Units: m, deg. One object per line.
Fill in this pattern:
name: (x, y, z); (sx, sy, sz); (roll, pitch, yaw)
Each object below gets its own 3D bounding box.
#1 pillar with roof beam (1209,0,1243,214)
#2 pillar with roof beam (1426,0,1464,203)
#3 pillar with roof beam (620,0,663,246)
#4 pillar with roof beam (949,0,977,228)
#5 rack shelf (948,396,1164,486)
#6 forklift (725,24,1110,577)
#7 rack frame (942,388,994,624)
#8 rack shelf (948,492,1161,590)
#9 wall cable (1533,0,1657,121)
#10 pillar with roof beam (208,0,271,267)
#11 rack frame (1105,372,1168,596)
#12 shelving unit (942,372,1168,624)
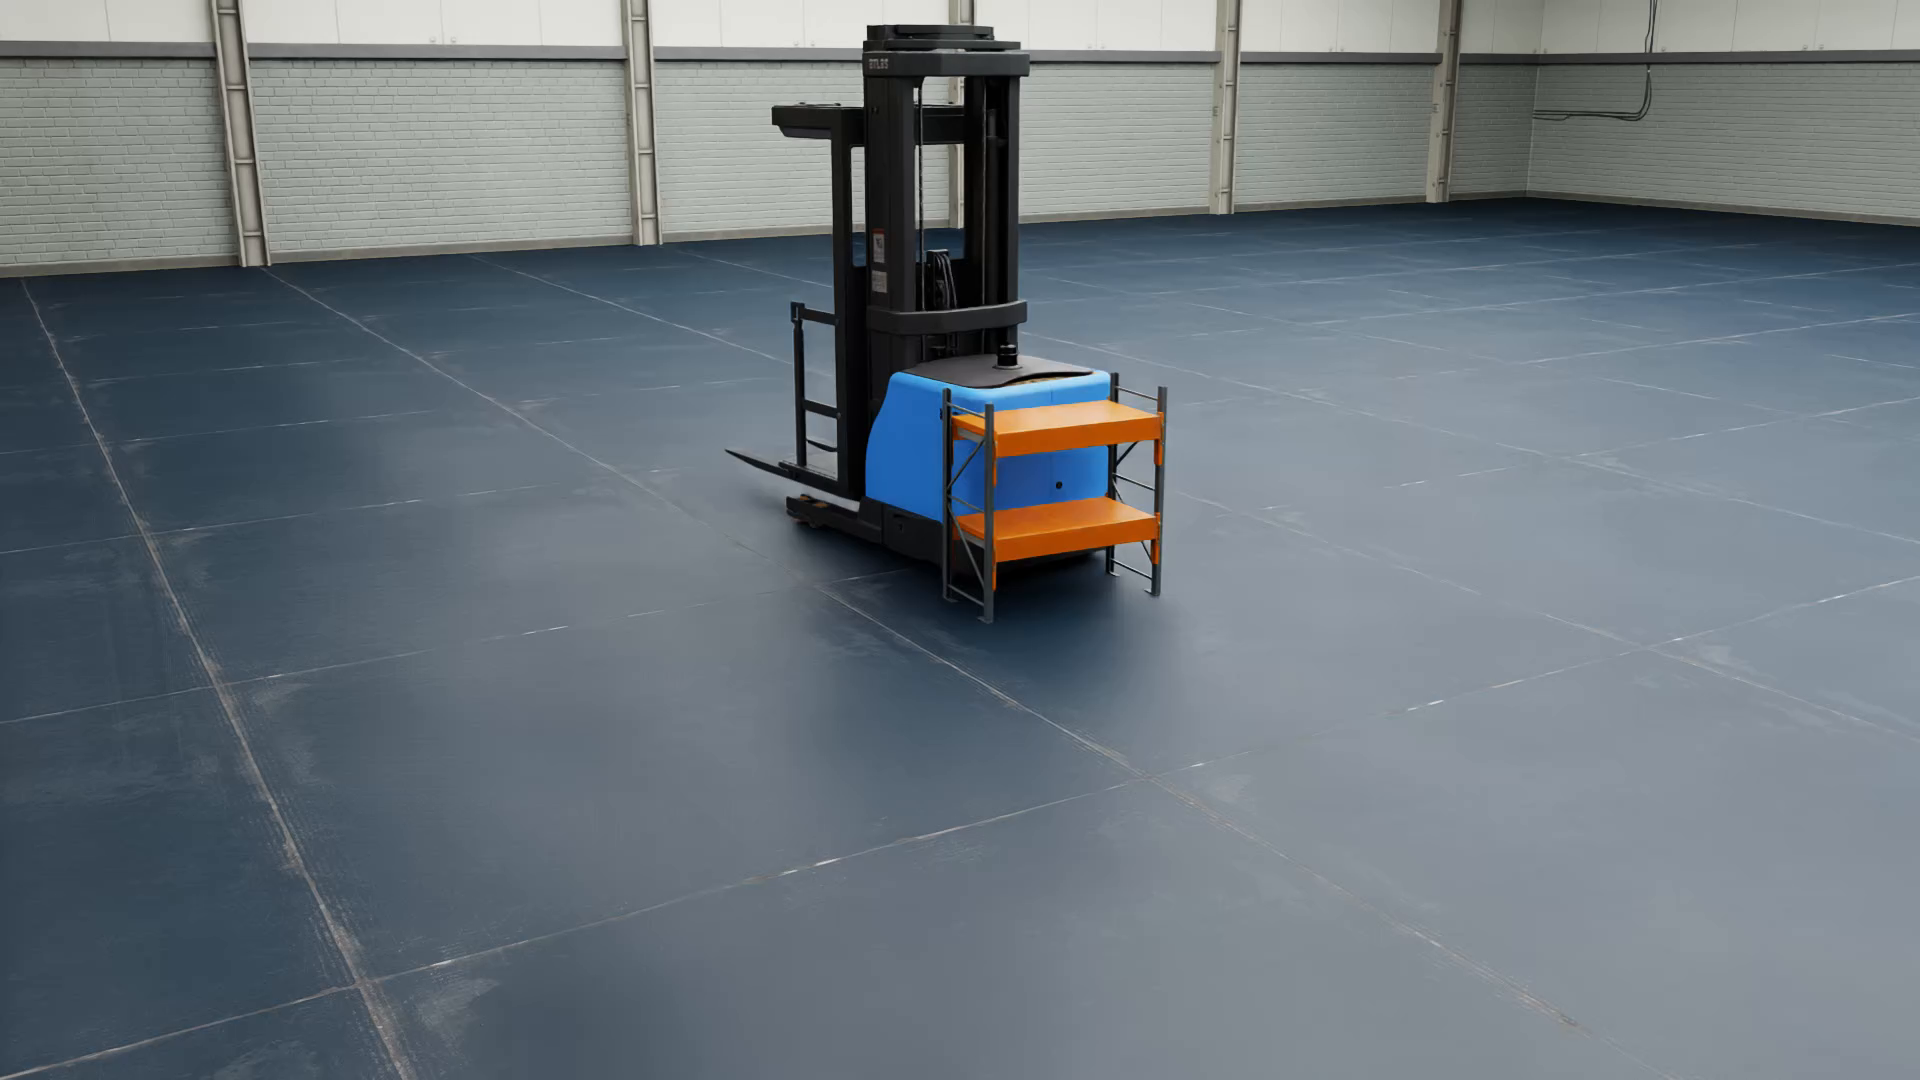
pillar with roof beam: (7.410, -9.831, 28.310); (0.400, 9.000, 9.100); (-9, 18, -30)
pillar with roof beam: (12.553, -10.665, 31.285); (0.400, 9.000, 9.100); (-9, 18, -30)
pillar with roof beam: (-2.877, -8.163, 22.359); (0.400, 9.000, 9.100); (-9, 18, -30)
pillar with roof beam: (2.267, -8.997, 25.334); (0.400, 9.000, 9.100); (-9, 18, -30)
rack shelf: (0.489, -0.523, 8.606); (1.000, 0.278, 0.538); (-8, 18, -27)
forklift: (-0.416, -1.546, 9.995); (1.130, 2.935, 3.031); (-12, 19, -36)
rack frame: (0.039, -0.177, 8.458); (0.032, 1.125, 0.500); (-8, 18, -27)
rack shelf: (0.489, -0.005, 8.751); (1.000, 0.278, 0.538); (-8, 18, -27)
wall cable: (13.542, -10.270, 35.627); (0.112, 2.526, 3.097); (-9, 18, -30)
pillar with roof beam: (-8.020, -7.329, 19.384); (0.400, 9.000, 9.100); (-9, 18, -30)
rack frame: (0.939, -0.305, 8.913); (0.032, 1.125, 0.500); (-8, 18, -27)
shelving unit: (0.489, -0.241, 8.685); (1.048, 1.125, 0.538); (-8, 18, -27)
